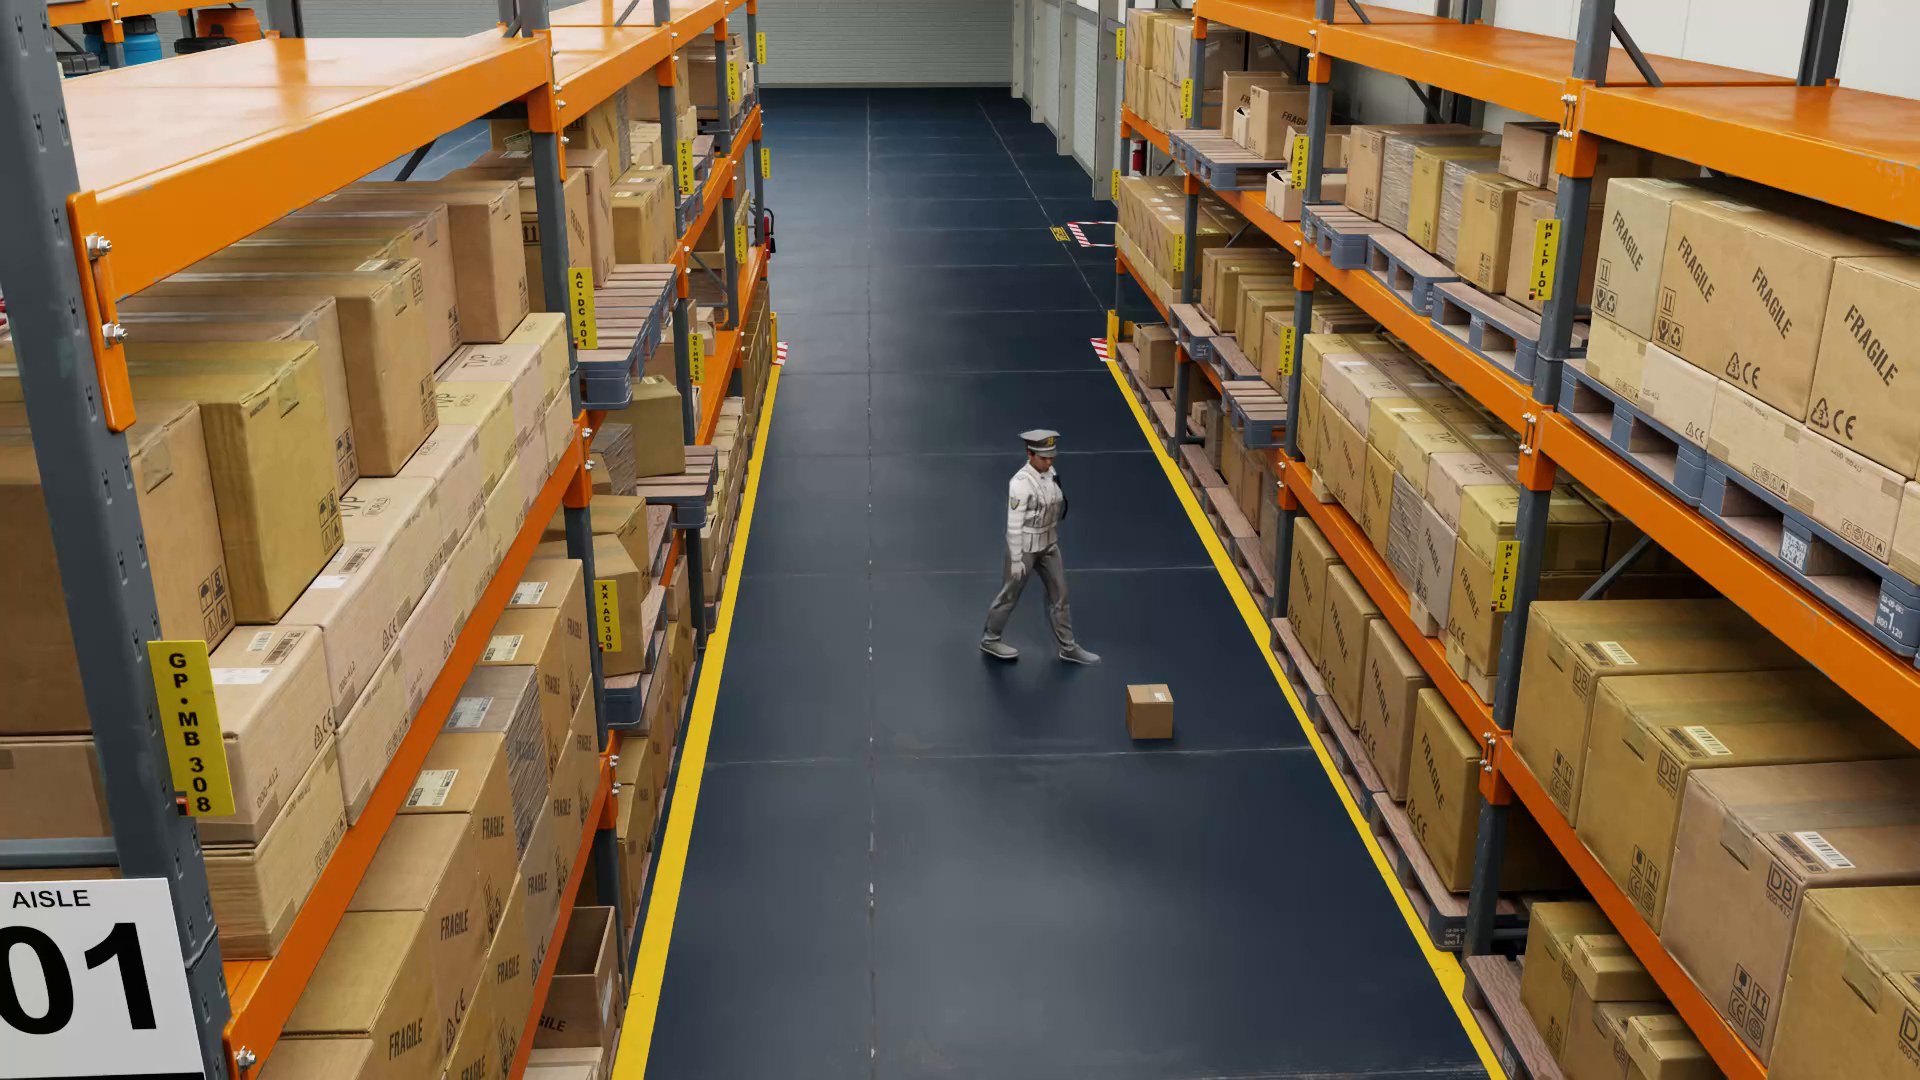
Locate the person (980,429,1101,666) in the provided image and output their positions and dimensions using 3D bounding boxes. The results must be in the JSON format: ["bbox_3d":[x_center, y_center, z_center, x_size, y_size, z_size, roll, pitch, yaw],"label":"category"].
[{"bbox_3d":[0.499,0.057,10.935,0.759,1.656,0.568,14,25,33],"label":"person"}]
